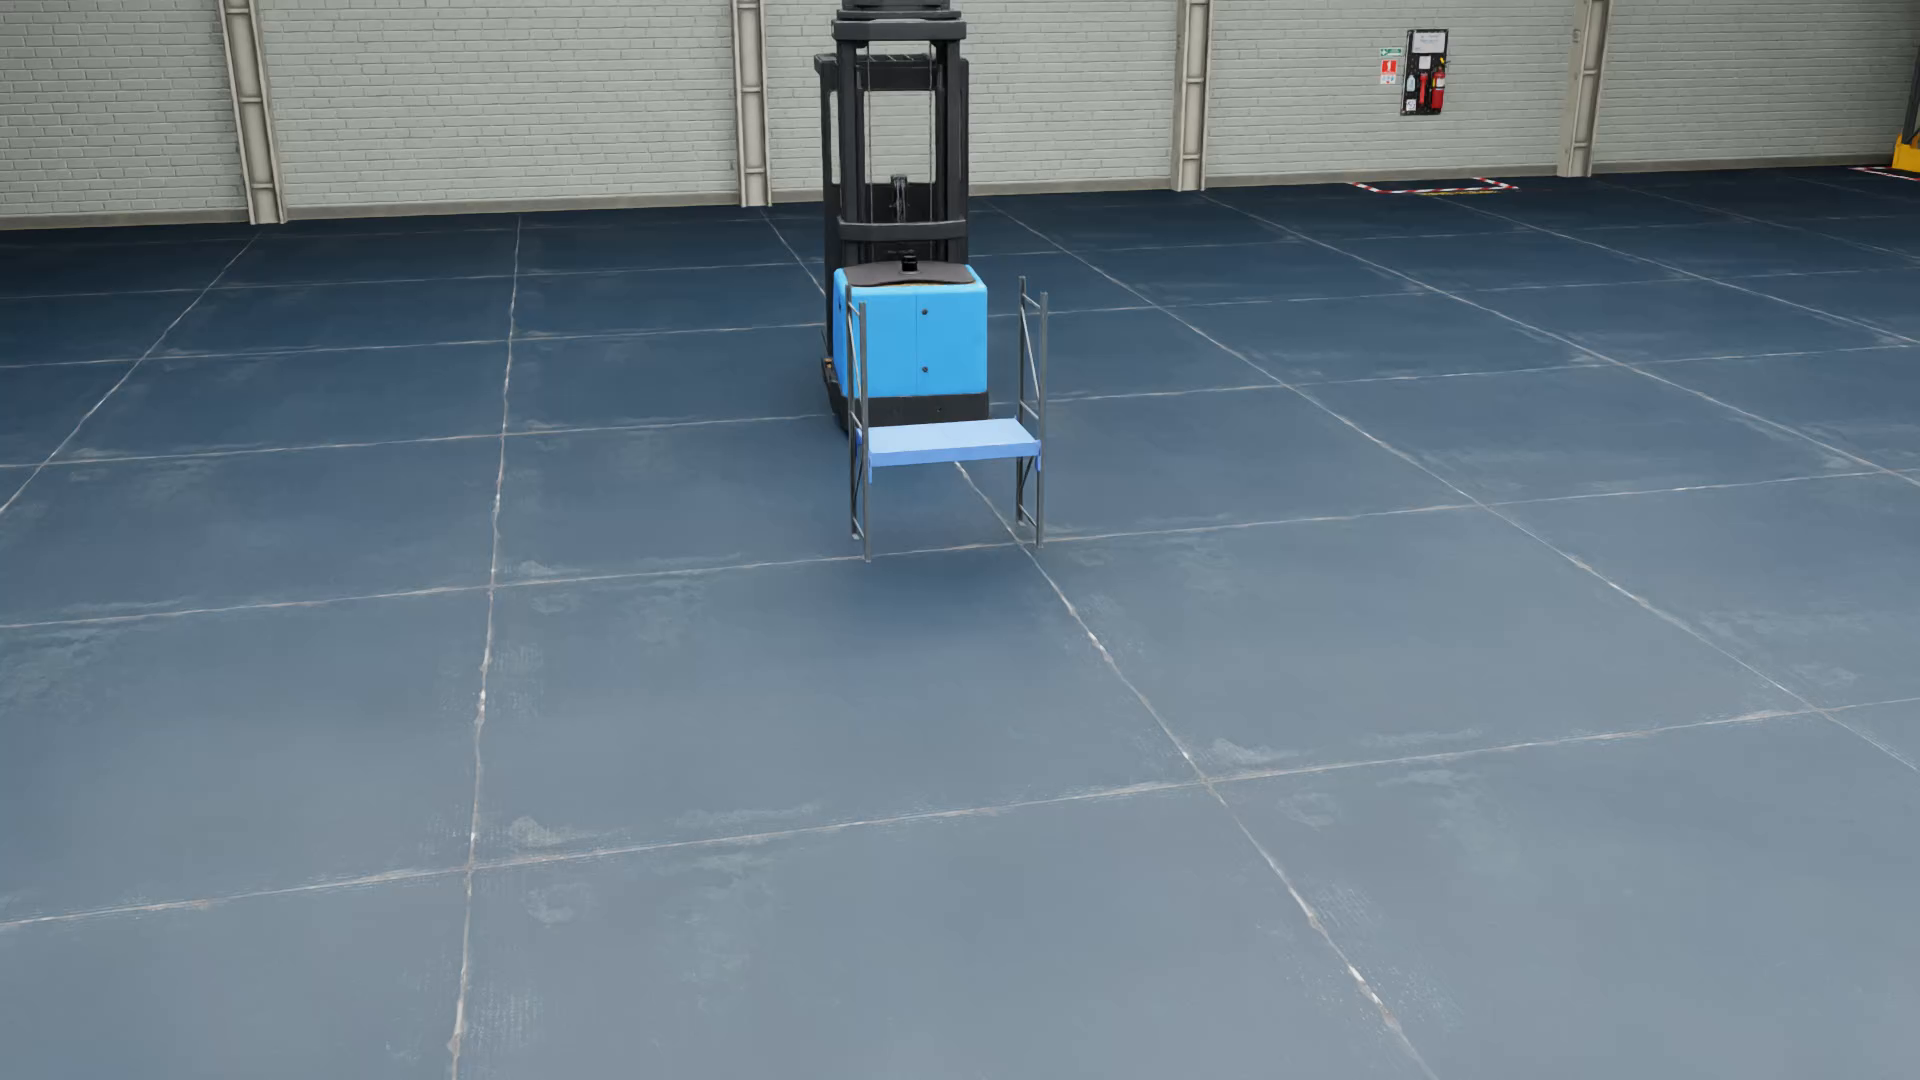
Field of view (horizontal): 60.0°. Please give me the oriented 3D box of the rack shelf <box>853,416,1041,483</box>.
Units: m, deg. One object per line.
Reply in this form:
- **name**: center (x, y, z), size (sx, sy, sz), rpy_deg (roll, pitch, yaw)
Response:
- **rack shelf**: center (-0.083, -0.529, 9.600), size (1.000, 0.185, 0.538), rpy_deg (-5, 21, -12)

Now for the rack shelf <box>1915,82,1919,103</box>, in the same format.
- **rack shelf**: center (16.300, -6.703, 24.799), size (4.000, 0.370, 1.077), rpy_deg (-5, 21, -12)

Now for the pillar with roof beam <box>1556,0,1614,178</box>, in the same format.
- **pillar with roof beam**: center (9.987, -8.129, 18.923), size (0.400, 9.000, 9.100), rpy_deg (-5, 21, -12)

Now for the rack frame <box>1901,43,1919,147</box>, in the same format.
- **rack frame**: center (14.354, -6.883, 24.243), size (0.127, 3.000, 1.000), rpy_deg (-5, 21, -12)

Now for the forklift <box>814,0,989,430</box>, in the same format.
- **forklift**: center (-0.515, -2.612, 12.685), size (1.130, 2.935, 3.031), rpy_deg (-3, 20, -8)

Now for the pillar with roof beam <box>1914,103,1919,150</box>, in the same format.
- **pillar with roof beam**: center (15.826, -8.604, 20.219), size (0.400, 9.000, 9.100), rpy_deg (-5, 21, -12)

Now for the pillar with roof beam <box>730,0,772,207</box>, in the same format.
- **pillar with roof beam**: center (-1.691, -7.179, 16.330), size (0.400, 9.000, 9.100), rpy_deg (-5, 21, -12)

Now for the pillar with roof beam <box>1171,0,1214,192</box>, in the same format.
- **pillar with roof beam**: center (4.148, -7.654, 17.626), size (0.400, 9.000, 9.100), rpy_deg (-5, 21, -12)

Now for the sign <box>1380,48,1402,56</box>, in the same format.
- **sign**: center (6.028, -6.824, 23.259), size (0.331, 0.109, 0.001), rpy_deg (-5, 21, -12)

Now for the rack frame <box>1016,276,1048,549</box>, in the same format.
- **rack frame**: center (0.412, -0.738, 9.648), size (0.032, 1.500, 0.500), rpy_deg (-5, 21, -12)

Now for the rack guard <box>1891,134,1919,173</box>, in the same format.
- **rack guard**: center (14.428, -5.715, 24.689), size (0.348, 0.500, 1.175), rpy_deg (-5, 21, -12)

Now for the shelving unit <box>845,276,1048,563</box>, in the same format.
- **shelving unit**: center (-0.083, -0.697, 9.538), size (1.048, 1.500, 0.538), rpy_deg (-5, 21, -12)

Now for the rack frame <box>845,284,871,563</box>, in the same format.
- **rack frame**: center (-0.578, -0.657, 9.428), size (0.032, 1.500, 0.500), rpy_deg (-5, 21, -12)

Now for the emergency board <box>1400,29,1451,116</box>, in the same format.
- **emergency board**: center (6.583, -6.570, 23.389), size (0.643, 1.169, 0.194), rpy_deg (-5, 21, -12)

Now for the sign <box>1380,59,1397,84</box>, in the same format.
- **sign**: center (6.021, -6.578, 23.358), size (0.234, 0.329, 0.001), rpy_deg (-5, 21, -12)

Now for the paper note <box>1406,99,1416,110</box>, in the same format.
- **paper note**: center (6.395, -6.165, 23.565), size (0.142, 0.148, 0.016), rpy_deg (-5, 21, -12)

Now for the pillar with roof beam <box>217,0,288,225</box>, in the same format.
- **pillar with roof beam**: center (-7.530, -6.704, 15.033), size (0.400, 9.000, 9.100), rpy_deg (-5, 21, -12)
